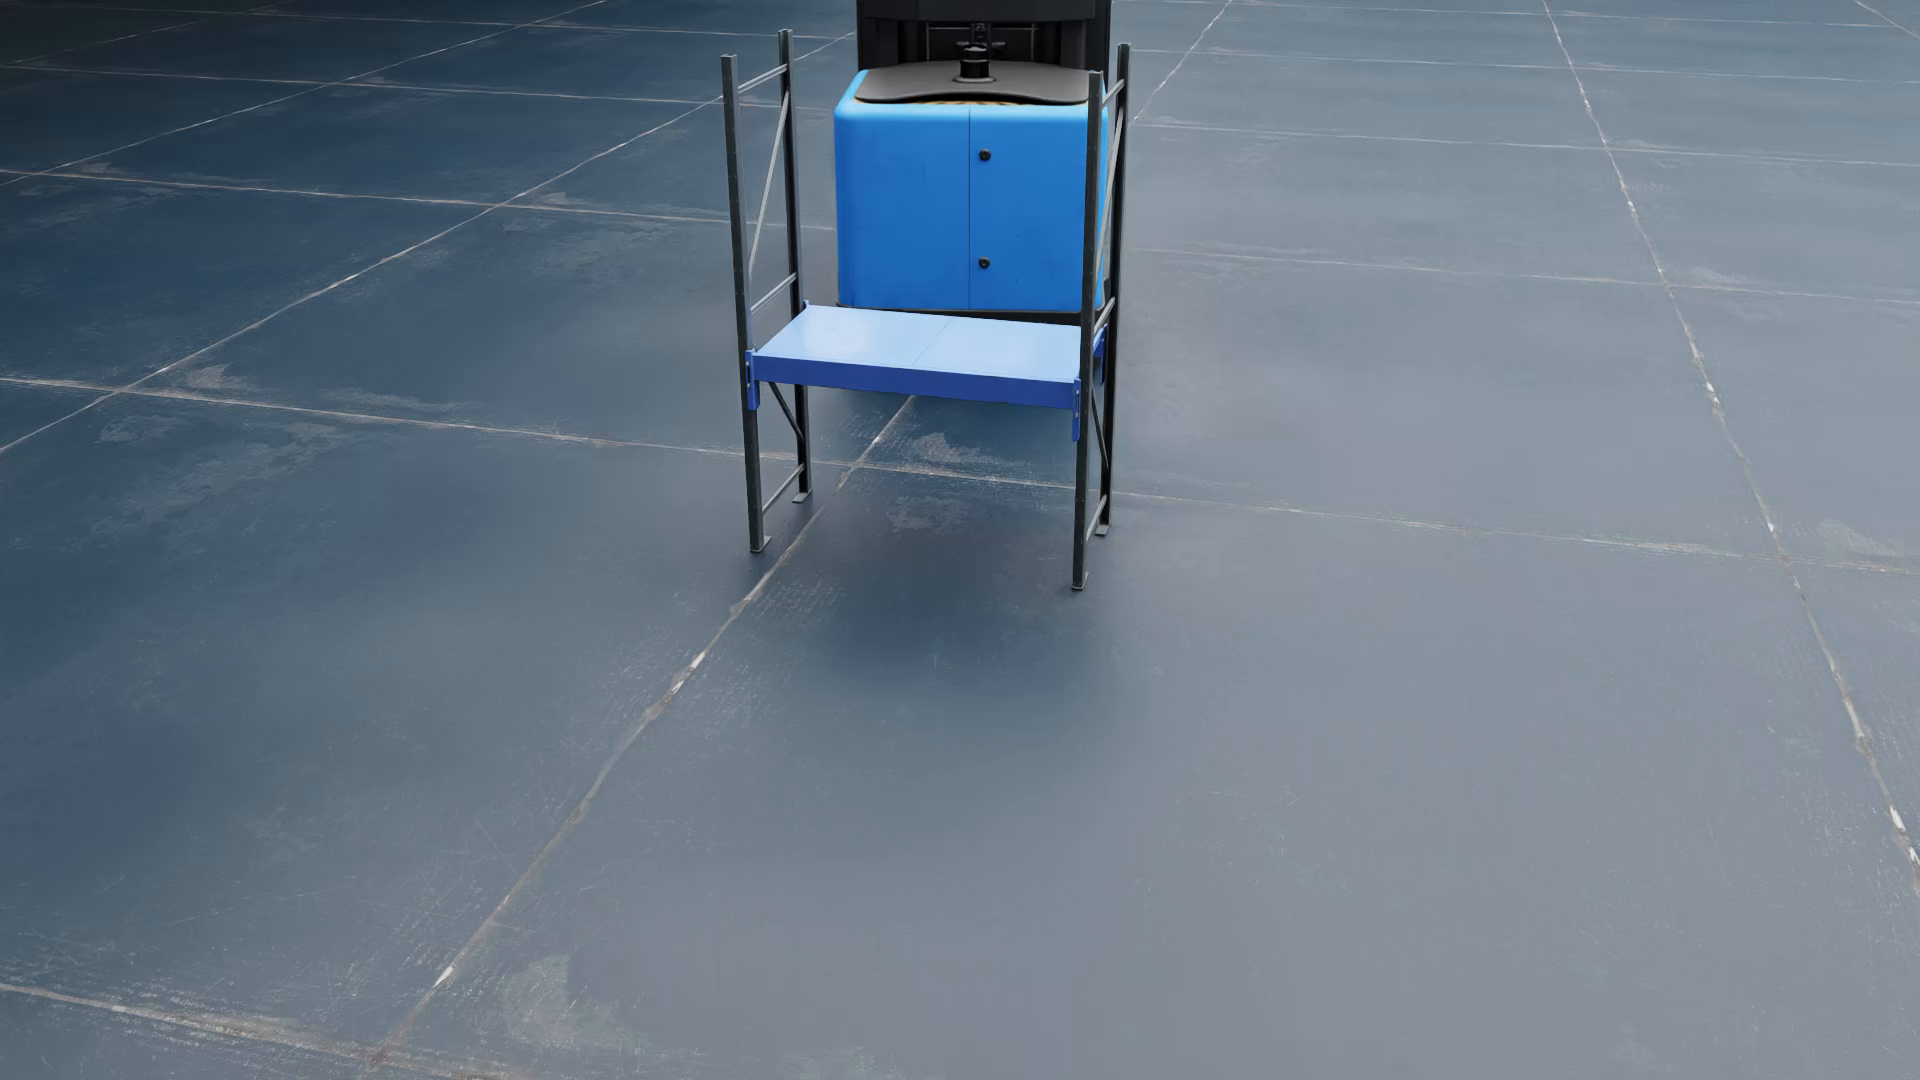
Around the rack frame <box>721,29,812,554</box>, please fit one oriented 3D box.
[{"bbox_3d":[-0.575,-0.741,5.061,0.032,1.500,0.500,6,26,13],"label":"rack frame"}]

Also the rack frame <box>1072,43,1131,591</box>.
[{"bbox_3d":[0.410,-0.632,4.832,0.032,1.500,0.500,6,26,13],"label":"rack frame"}]

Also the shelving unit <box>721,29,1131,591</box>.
[{"bbox_3d":[-0.083,-0.686,4.947,1.048,1.500,0.538,6,26,13],"label":"shelving unit"}]

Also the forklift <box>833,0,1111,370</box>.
[{"bbox_3d":[0.114,-2.571,7.241,1.130,2.935,3.031,1,25,3],"label":"forklift"}]

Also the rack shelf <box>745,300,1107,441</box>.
[{"bbox_3d":[-0.083,-0.524,5.024,1.000,0.185,0.538,6,26,13],"label":"rack shelf"}]
